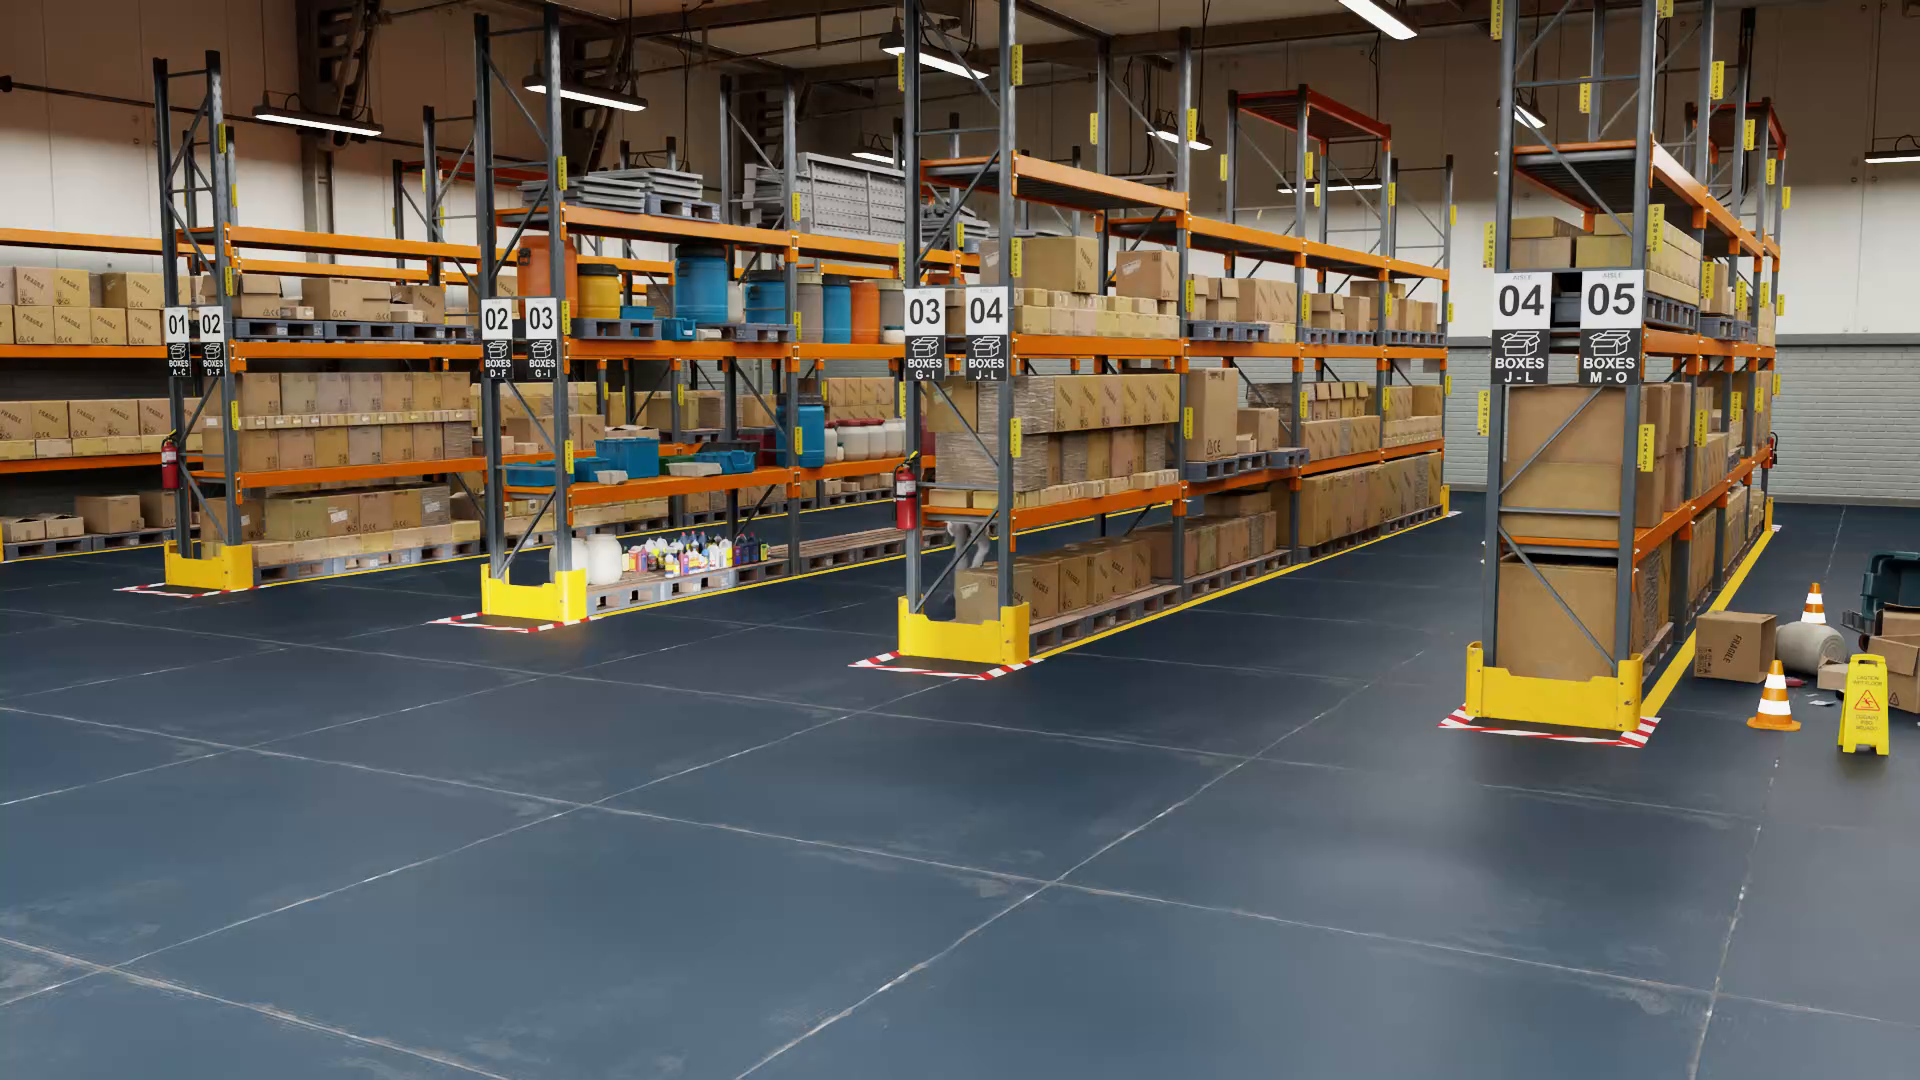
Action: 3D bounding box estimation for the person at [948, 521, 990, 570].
[{"bbox_3d":[0.085,-0.204,18.074,0.498,1.665,0.488,1,6,6],"label":"person"}]
